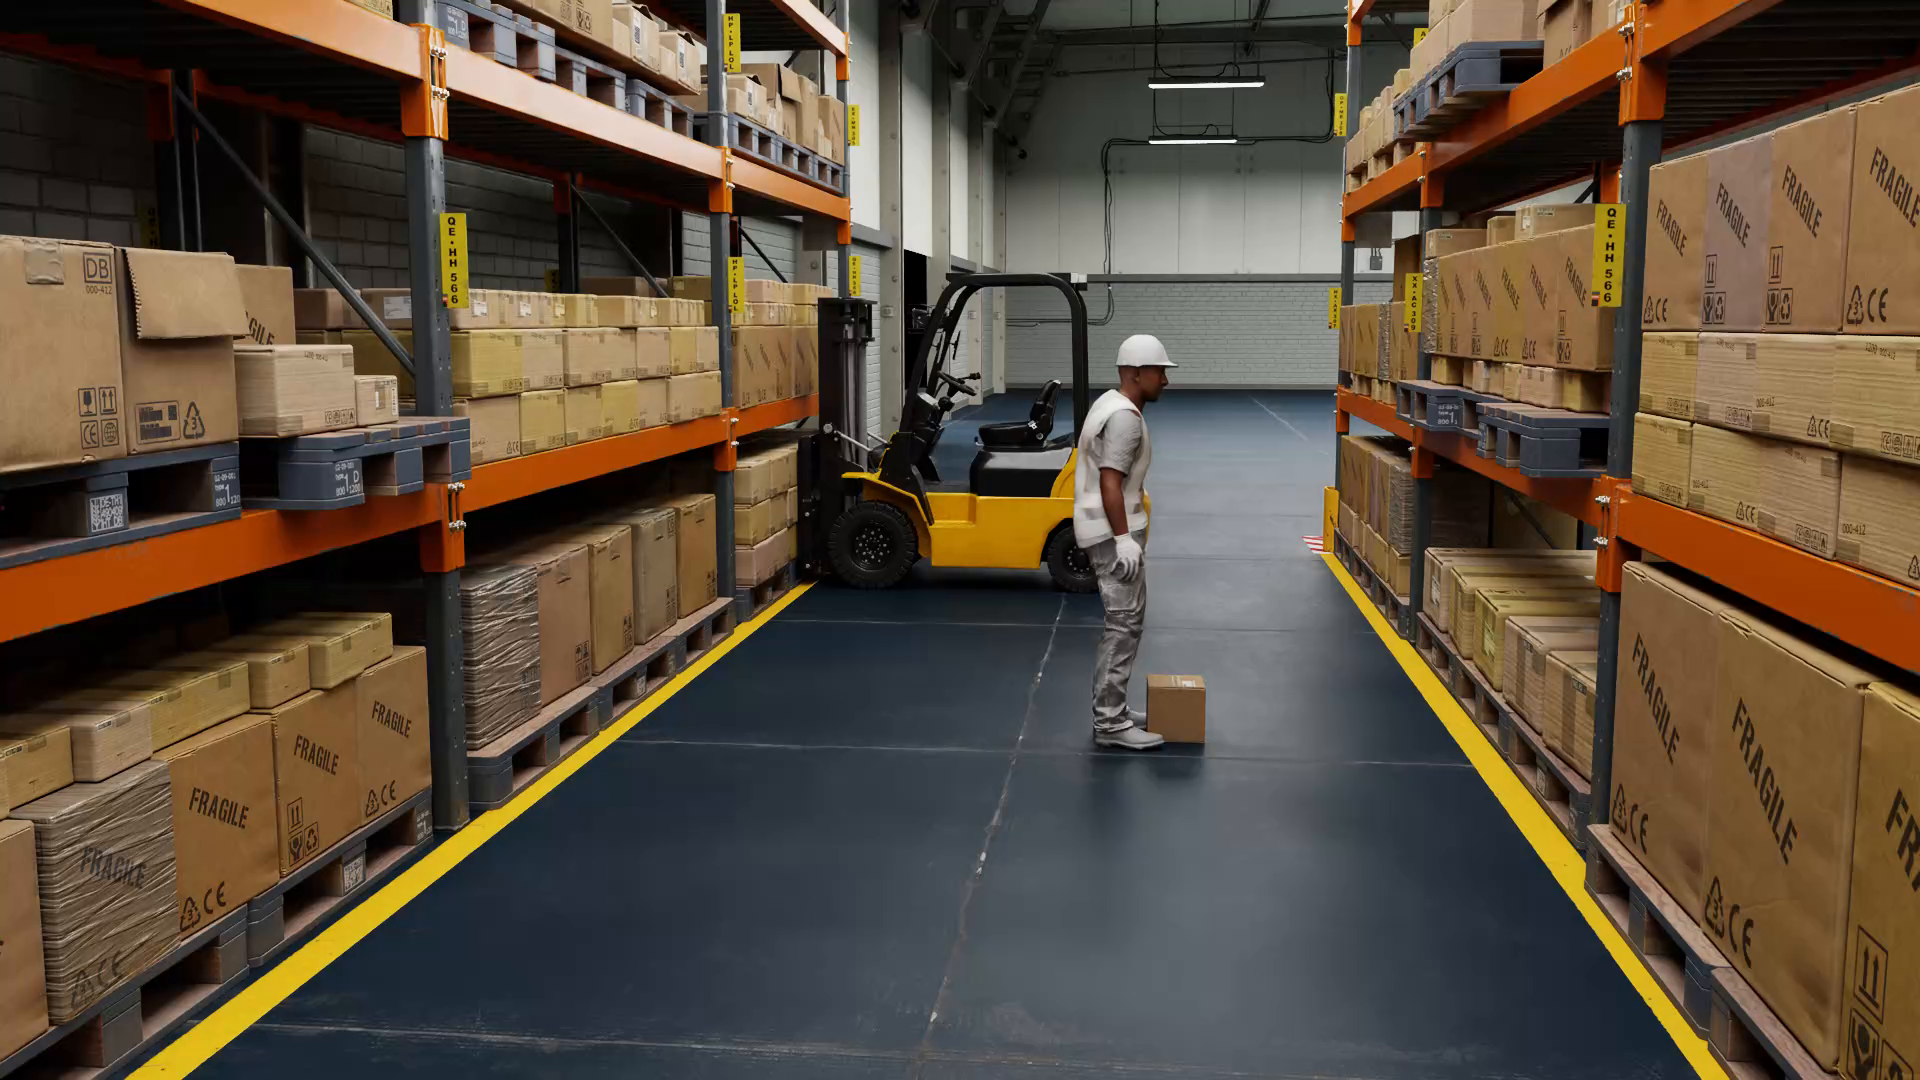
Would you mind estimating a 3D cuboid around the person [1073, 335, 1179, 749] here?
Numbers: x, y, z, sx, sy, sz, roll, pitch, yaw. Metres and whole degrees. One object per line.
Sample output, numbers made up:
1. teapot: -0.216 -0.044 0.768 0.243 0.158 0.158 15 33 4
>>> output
1. person: 0.721 -0.006 7.294 0.451 1.773 0.615 1 8 6
